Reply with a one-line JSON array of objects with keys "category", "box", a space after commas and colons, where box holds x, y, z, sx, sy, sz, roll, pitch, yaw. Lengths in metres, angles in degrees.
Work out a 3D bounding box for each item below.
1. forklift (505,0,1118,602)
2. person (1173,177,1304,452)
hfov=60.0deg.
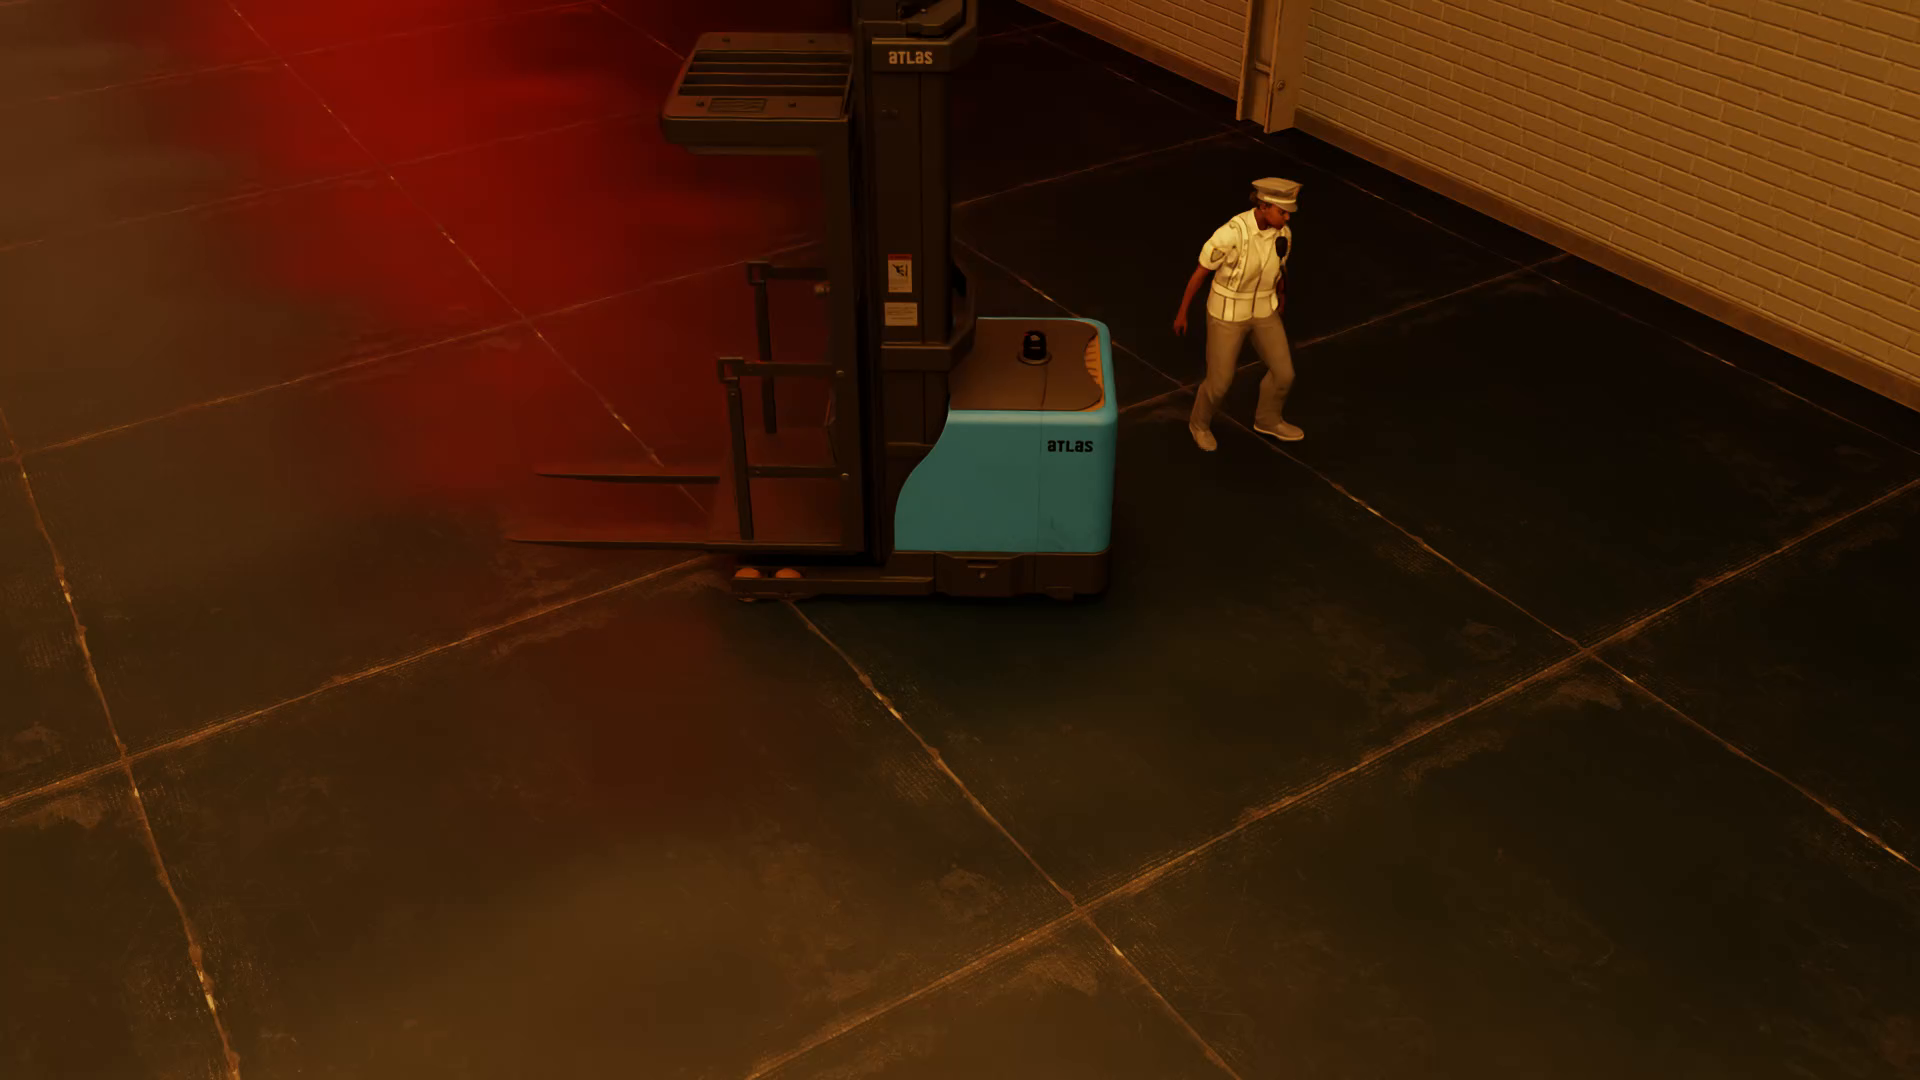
[{"category": "forklift", "box": [-0.758, -1.194, 7.847, 3.031, 2.935, 1.130, 1, 35, 1]}, {"category": "person", "box": [1.557, -1.220, 9.049, 0.796, 1.634, 0.427, -11, 37, -15]}]
